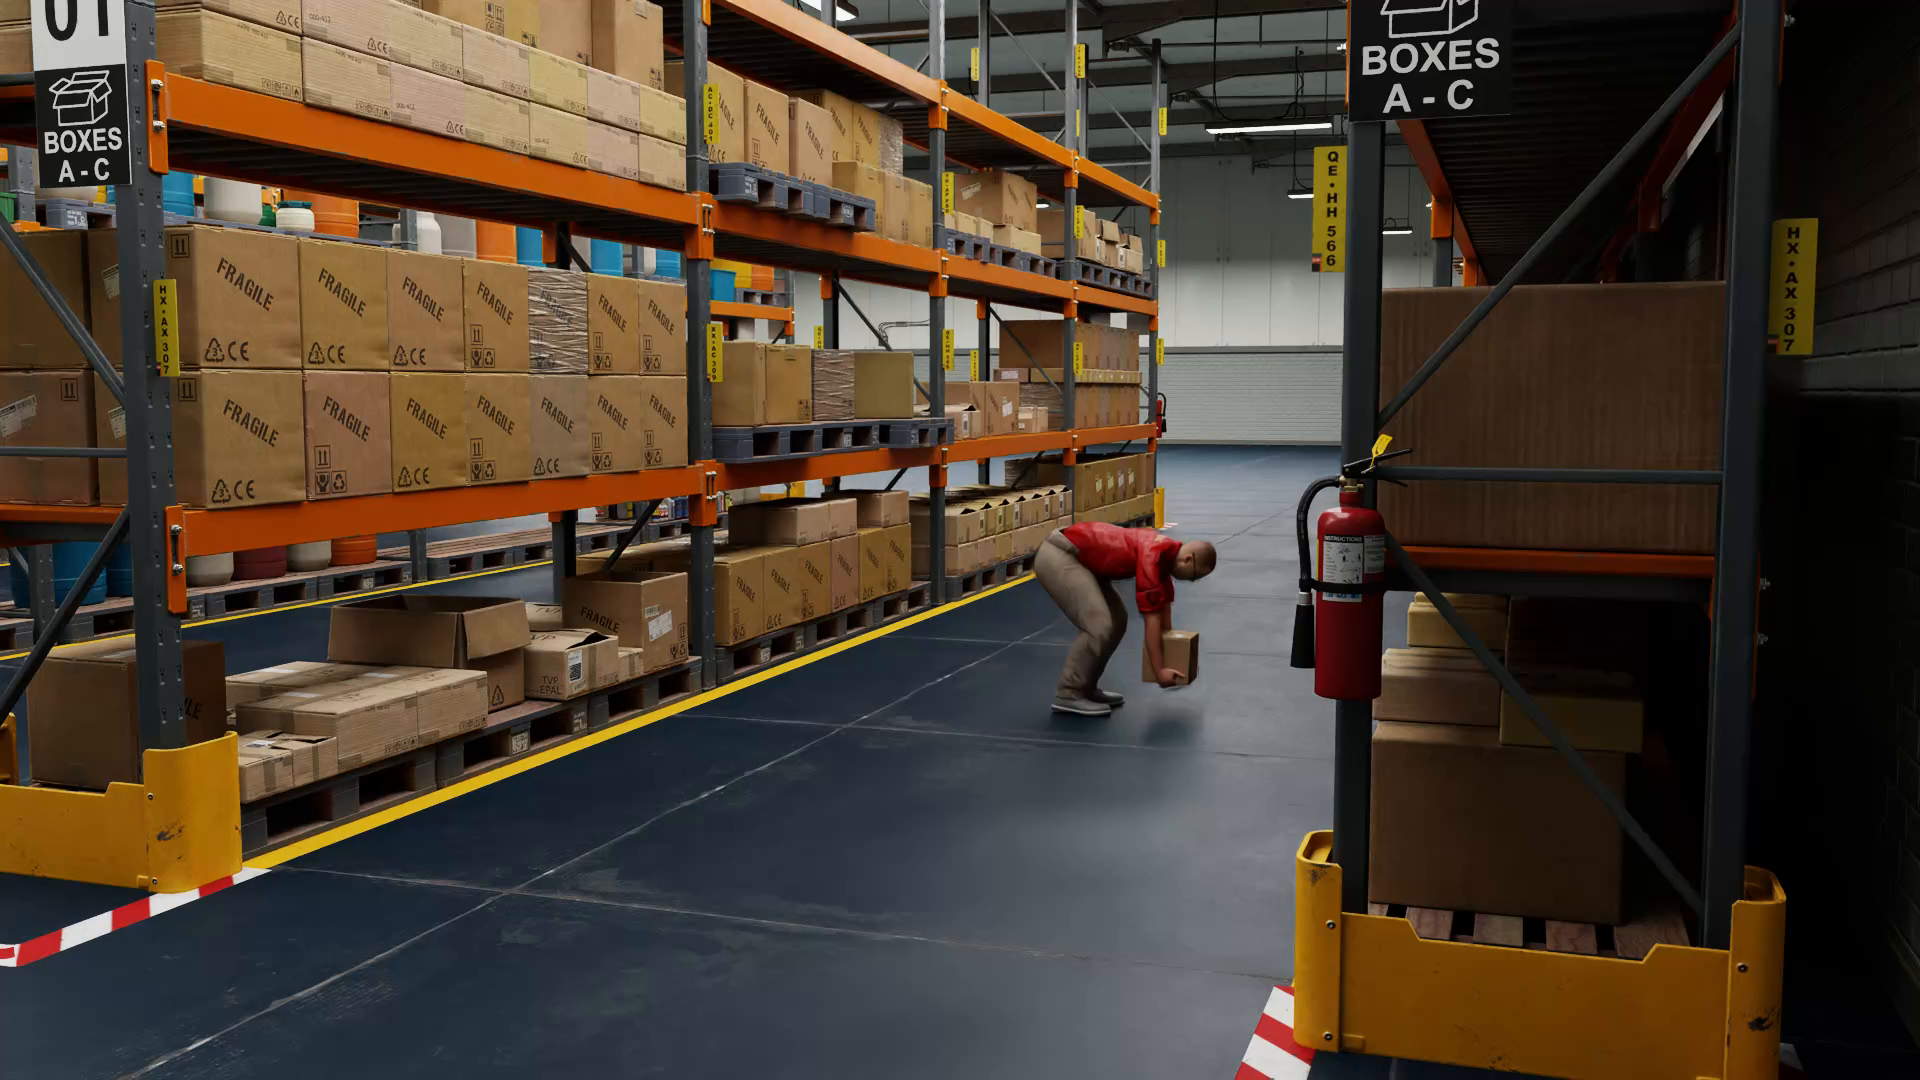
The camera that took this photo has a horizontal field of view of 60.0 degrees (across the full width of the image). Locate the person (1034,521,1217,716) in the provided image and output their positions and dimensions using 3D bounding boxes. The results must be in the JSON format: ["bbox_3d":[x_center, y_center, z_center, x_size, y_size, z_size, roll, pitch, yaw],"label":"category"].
[{"bbox_3d":[0.887,0.414,8.916,0.963,1.026,0.517,1,5,16],"label":"person"}]
